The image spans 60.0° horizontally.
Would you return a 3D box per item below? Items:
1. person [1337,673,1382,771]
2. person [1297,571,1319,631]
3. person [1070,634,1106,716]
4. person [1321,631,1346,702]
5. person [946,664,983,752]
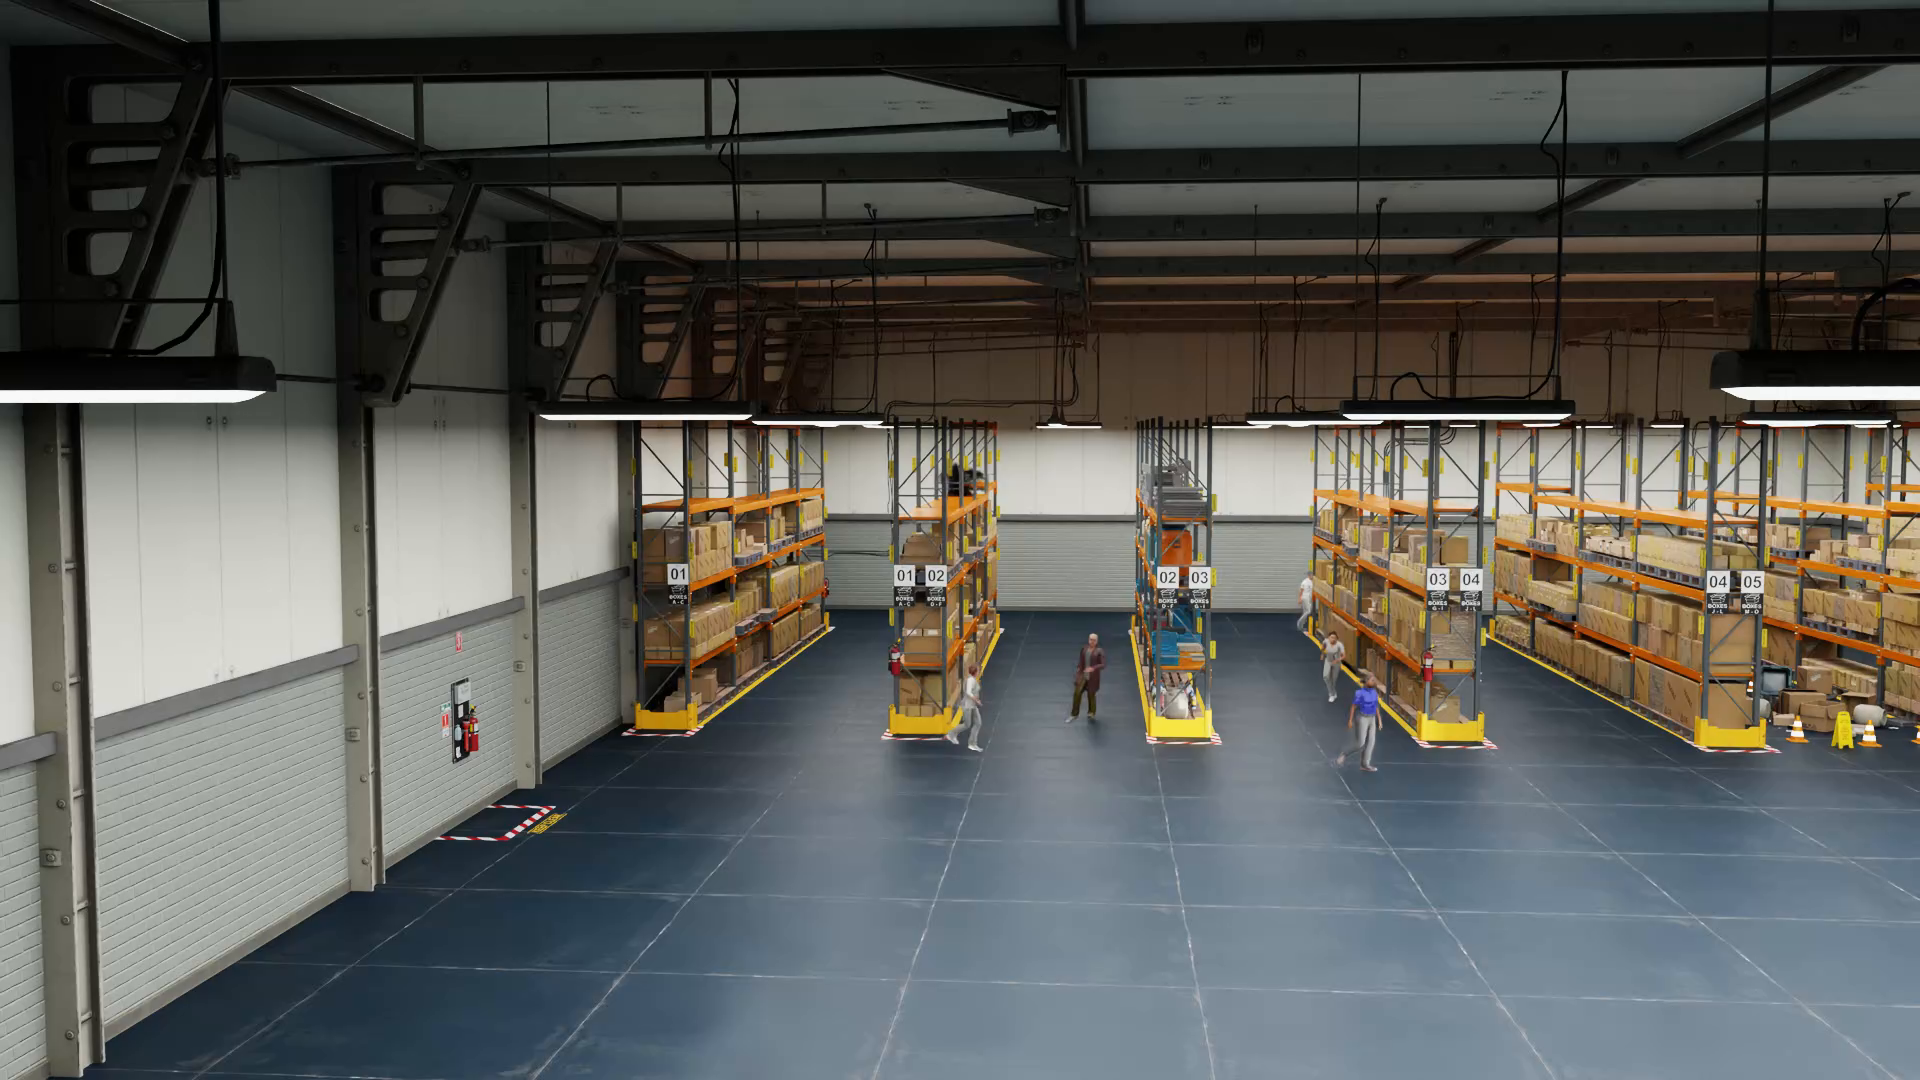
[{"bbox_3d":[6.745,3.064,28.059,0.654,1.642,0.583,-3,5,-37],"label":"person"},{"bbox_3d":[10.004,1.745,47.784,0.536,1.718,0.780,2,4,34],"label":"person"},{"bbox_3d":[2.562,2.638,32.526,0.693,1.633,0.887,2,4,25],"label":"person"},{"bbox_3d":[7.961,2.637,35.410,0.572,1.512,1.029,1,4,19],"label":"person"},{"bbox_3d":[0.072,2.996,29.825,0.716,1.576,0.521,1,4,21],"label":"person"}]
